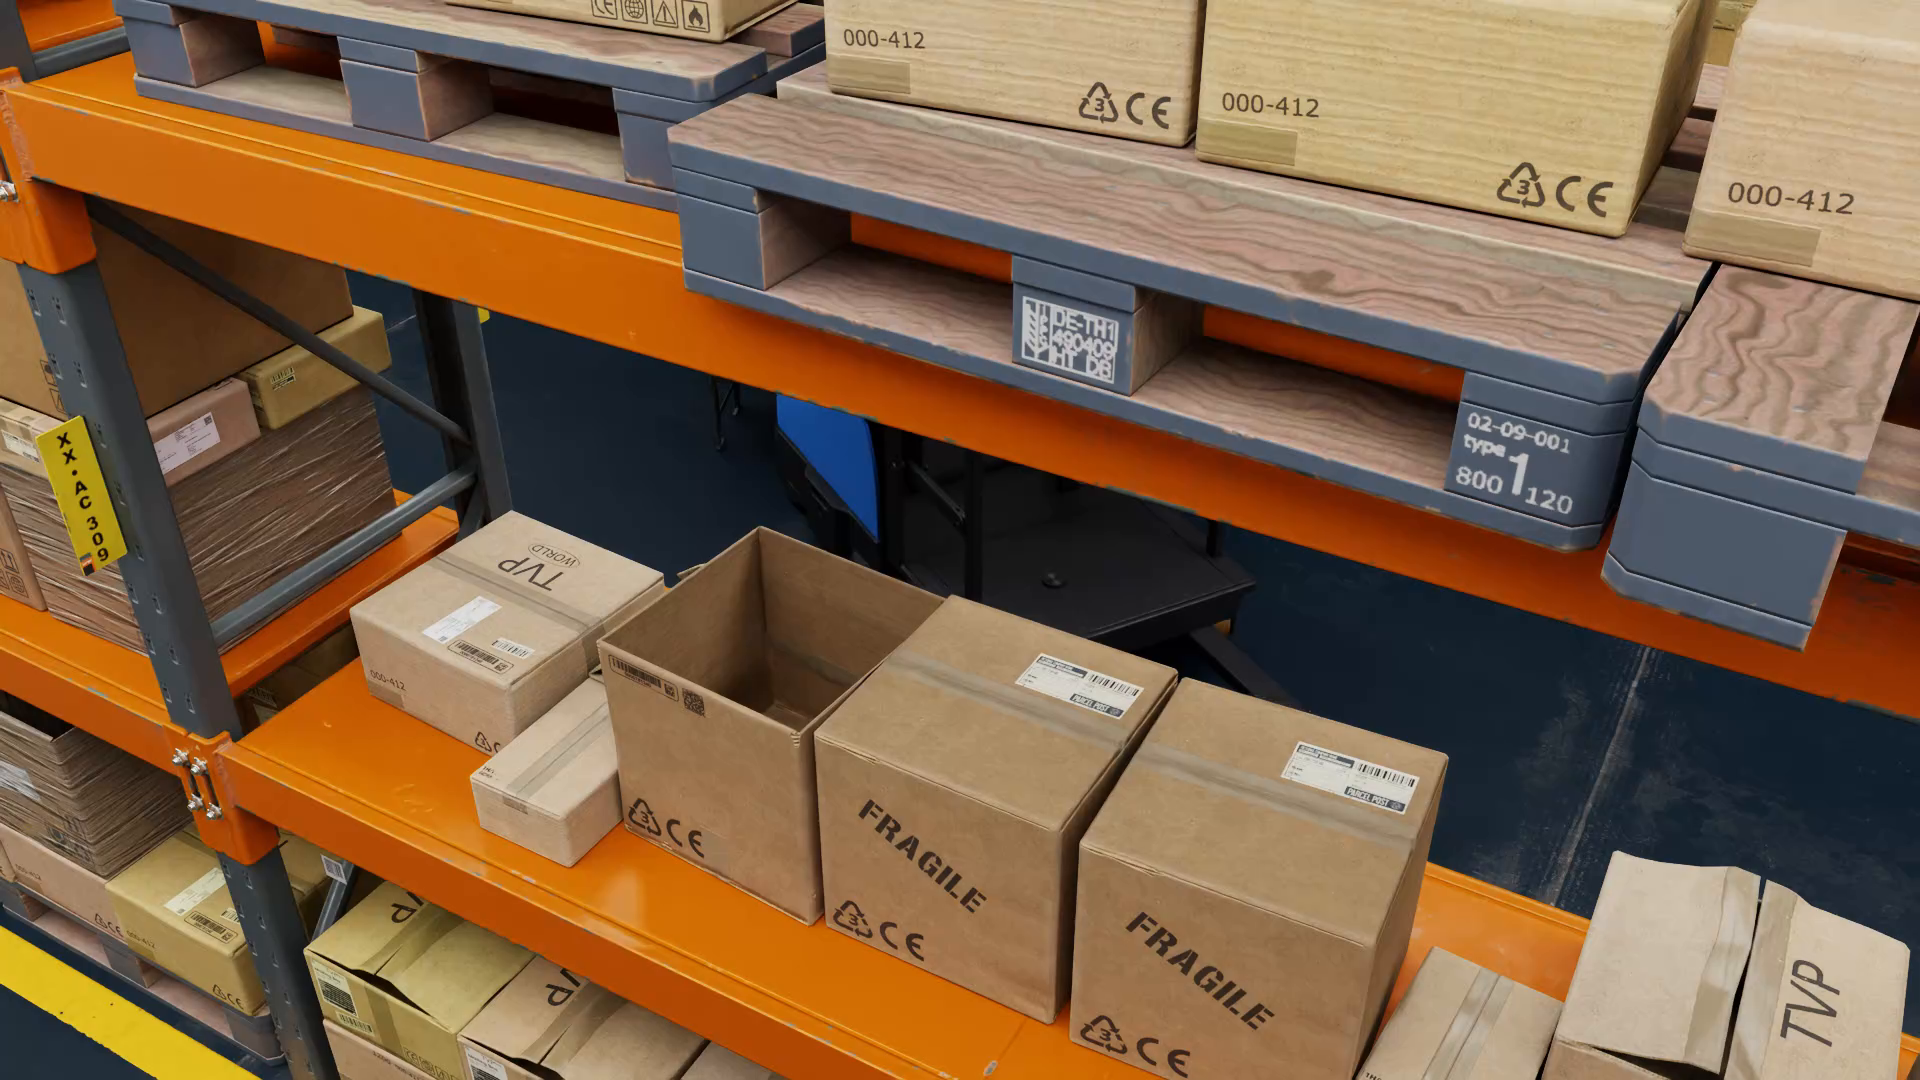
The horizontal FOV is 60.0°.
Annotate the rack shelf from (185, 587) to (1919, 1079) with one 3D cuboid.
[{"bbox_3d":[0.260,0.890,3.356,4.000,0.370,1.077,18,37,24],"label":"rack shelf"}]

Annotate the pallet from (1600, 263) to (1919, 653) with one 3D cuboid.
[{"bbox_3d":[1.363,-0.173,1.767,1.003,0.211,1.213,19,38,27],"label":"pallet"}]

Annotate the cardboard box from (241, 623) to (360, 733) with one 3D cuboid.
[{"bbox_3d":[-1.724,0.420,4.838,0.500,0.500,0.500,18,37,24],"label":"cardboard box"}]

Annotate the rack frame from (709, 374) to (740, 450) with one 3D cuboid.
[{"bbox_3d":[-1.053,-1.385,6.930,0.015,2.100,0.400,3,33,6],"label":"rack frame"}]

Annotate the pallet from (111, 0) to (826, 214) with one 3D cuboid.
[{"bbox_3d":[-0.704,-0.892,2.849,1.217,0.209,0.805,16,37,23],"label":"pallet"}]

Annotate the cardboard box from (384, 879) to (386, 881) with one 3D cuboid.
[{"bbox_3d":[-1.729,0.737,5.039,0.500,0.250,0.500,18,37,24],"label":"cardboard box"}]

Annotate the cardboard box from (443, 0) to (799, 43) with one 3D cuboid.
[{"bbox_3d":[-0.468,-0.996,2.590,0.500,0.250,0.500,14,36,20],"label":"cardboard box"}]

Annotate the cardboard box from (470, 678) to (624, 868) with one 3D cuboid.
[{"bbox_3d":[-0.809,0.487,3.539,0.250,0.149,0.380,18,37,24],"label":"cardboard box"}]

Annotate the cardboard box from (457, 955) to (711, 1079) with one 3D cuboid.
[{"bbox_3d":[-0.810,1.151,3.912,0.500,0.311,0.500,17,37,24],"label":"cardboard box"}]

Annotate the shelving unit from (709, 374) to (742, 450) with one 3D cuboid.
[{"bbox_3d":[-0.810,-1.372,6.906,0.503,2.100,0.431,3,33,6],"label":"shelving unit"}]

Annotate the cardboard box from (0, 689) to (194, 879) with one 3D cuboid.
[{"bbox_3d":[-2.416,0.533,4.669,0.500,0.500,0.500,18,37,24],"label":"cardboard box"}]

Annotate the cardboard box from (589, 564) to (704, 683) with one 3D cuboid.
[{"bbox_3d":[-0.622,0.250,3.789,0.258,0.266,0.396,17,37,23],"label":"cardboard box"}]

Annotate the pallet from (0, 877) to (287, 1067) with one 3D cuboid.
[{"bbox_3d":[-2.146,0.962,5.114,1.213,0.211,1.003,18,37,24],"label":"pallet"}]

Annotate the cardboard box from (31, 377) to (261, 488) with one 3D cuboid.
[{"bbox_3d":[-1.819,-0.243,3.733,0.250,0.149,0.380,18,37,24],"label":"cardboard box"}]

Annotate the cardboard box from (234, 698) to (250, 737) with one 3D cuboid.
[{"bbox_3d":[-2.162,0.286,5.039,0.500,0.500,0.500,18,37,24],"label":"cardboard box"}]

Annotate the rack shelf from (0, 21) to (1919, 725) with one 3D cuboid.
[{"bbox_3d":[0.260,-0.358,2.525,4.000,0.370,1.077,18,37,24],"label":"rack shelf"}]

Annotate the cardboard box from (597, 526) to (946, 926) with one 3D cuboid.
[{"bbox_3d":[-0.361,0.363,3.408,0.500,0.500,0.500,20,39,28],"label":"cardboard box"}]

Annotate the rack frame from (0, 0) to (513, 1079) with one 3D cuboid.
[{"bbox_3d":[-1.477,0.041,3.983,0.127,3.000,1.000,18,37,24],"label":"rack frame"}]

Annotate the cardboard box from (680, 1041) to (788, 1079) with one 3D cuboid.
[{"bbox_3d":[-0.360,1.292,3.699,0.500,0.311,0.500,16,37,23],"label":"cardboard box"}]

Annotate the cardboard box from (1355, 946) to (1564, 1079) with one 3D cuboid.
[{"bbox_3d":[0.861,0.922,2.886,0.250,0.149,0.380,21,39,28],"label":"cardboard box"}]

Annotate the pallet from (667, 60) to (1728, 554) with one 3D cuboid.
[{"bbox_3d":[0.390,-0.479,2.227,1.213,0.211,1.003,19,38,27],"label":"pallet"}]

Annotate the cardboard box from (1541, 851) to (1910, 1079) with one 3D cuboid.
[{"bbox_3d":[1.316,0.839,2.865,0.500,0.311,0.500,17,37,24],"label":"cardboard box"}]

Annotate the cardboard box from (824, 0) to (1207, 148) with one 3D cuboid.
[{"bbox_3d":[0.153,-0.765,2.243,0.500,0.250,0.500,14,36,20],"label":"cardboard box"}]

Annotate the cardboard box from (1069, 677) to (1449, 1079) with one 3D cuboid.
[{"bbox_3d":[0.531,0.646,2.984,0.500,0.500,0.500,16,37,22],"label":"cardboard box"}]

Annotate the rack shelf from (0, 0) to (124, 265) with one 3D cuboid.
[{"bbox_3d":[-3.213,-1.458,4.177,4.000,0.370,1.077,18,37,24],"label":"rack shelf"}]

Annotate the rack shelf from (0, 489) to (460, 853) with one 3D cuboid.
[{"bbox_3d":[-3.213,-0.210,5.008,4.000,0.370,1.077,18,37,24],"label":"rack shelf"}]

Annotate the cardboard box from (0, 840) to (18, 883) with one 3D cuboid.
[{"bbox_3d":[-2.858,0.715,5.071,0.500,0.250,0.500,18,37,24],"label":"cardboard box"}]

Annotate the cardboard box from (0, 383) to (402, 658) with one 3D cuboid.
[{"bbox_3d":[-1.865,-0.120,4.134,0.500,0.500,0.700,17,37,23],"label":"cardboard box"}]

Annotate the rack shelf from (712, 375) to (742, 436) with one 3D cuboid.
[{"bbox_3d":[-0.803,-0.773,7.293,0.480,0.518,0.431,3,33,6],"label":"rack shelf"}]

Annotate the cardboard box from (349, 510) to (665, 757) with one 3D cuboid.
[{"bbox_3d":[-1.028,0.217,3.852,0.500,0.250,0.500,20,39,27],"label":"cardboard box"}]

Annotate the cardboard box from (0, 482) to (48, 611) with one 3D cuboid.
[{"bbox_3d":[-2.326,-0.262,4.347,0.500,0.500,0.700,17,37,24],"label":"cardboard box"}]

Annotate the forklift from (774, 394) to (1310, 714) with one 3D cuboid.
[{"bbox_3d":[0.358,-0.869,5.411,1.130,2.935,3.031,-16,37,-23],"label":"forklift"}]

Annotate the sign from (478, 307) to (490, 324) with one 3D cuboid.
[{"bbox_3d":[-1.216,-0.672,4.080,0.005,0.325,0.100,18,37,24],"label":"sign"}]

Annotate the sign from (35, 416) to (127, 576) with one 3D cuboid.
[{"bbox_3d":[-1.751,-0.085,3.319,0.005,0.325,0.100,18,37,24],"label":"sign"}]

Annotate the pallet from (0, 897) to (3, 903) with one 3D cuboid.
[{"bbox_3d":[-3.210,0.627,5.617,1.213,0.211,1.003,18,37,24],"label":"pallet"}]

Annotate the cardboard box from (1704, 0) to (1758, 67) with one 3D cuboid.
[{"bbox_3d":[2.945,-1.925,6.448,0.500,0.500,0.700,18,37,24],"label":"cardboard box"}]

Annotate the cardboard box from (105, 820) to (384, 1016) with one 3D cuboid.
[{"bbox_3d":[-1.988,0.988,4.662,0.500,0.250,0.500,18,37,24],"label":"cardboard box"}]

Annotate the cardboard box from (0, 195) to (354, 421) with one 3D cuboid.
[{"bbox_3d":[-1.865,-0.660,3.774,0.500,0.500,0.700,18,38,25],"label":"cardboard box"}]

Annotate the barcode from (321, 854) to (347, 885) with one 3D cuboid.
[{"bbox_3d":[-1.462,0.769,3.881,0.075,0.075,0.001,18,37,24],"label":"barcode"}]

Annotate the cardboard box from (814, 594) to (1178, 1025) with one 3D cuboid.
[{"bbox_3d":[0.074,0.501,3.202,0.500,0.500,0.500,18,38,24],"label":"cardboard box"}]

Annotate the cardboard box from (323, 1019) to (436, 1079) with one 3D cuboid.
[{"bbox_3d":[-1.249,1.241,4.283,0.500,0.250,0.500,17,37,23],"label":"cardboard box"}]

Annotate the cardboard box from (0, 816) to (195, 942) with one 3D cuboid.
[{"bbox_3d":[-2.417,0.846,4.876,0.500,0.250,0.500,18,37,24],"label":"cardboard box"}]

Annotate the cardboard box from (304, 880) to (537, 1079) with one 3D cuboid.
[{"bbox_3d":[-1.242,1.010,4.122,0.500,0.311,0.500,18,38,25],"label":"cardboard box"}]

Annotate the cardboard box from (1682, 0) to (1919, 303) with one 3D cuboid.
[{"bbox_3d":[1.110,-0.453,1.775,0.500,0.250,0.500,19,38,26],"label":"cardboard box"}]

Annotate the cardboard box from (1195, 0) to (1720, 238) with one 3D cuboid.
[{"bbox_3d":[0.619,-0.616,2.019,0.500,0.250,0.500,17,37,23],"label":"cardboard box"}]

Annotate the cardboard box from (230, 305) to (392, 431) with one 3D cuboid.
[{"bbox_3d":[-1.614,-0.438,4.026,0.250,0.149,0.380,18,37,24],"label":"cardboard box"}]

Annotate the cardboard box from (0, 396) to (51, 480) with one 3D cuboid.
[{"bbox_3d":[-2.033,-0.312,3.836,0.250,0.149,0.380,17,37,23],"label":"cardboard box"}]
